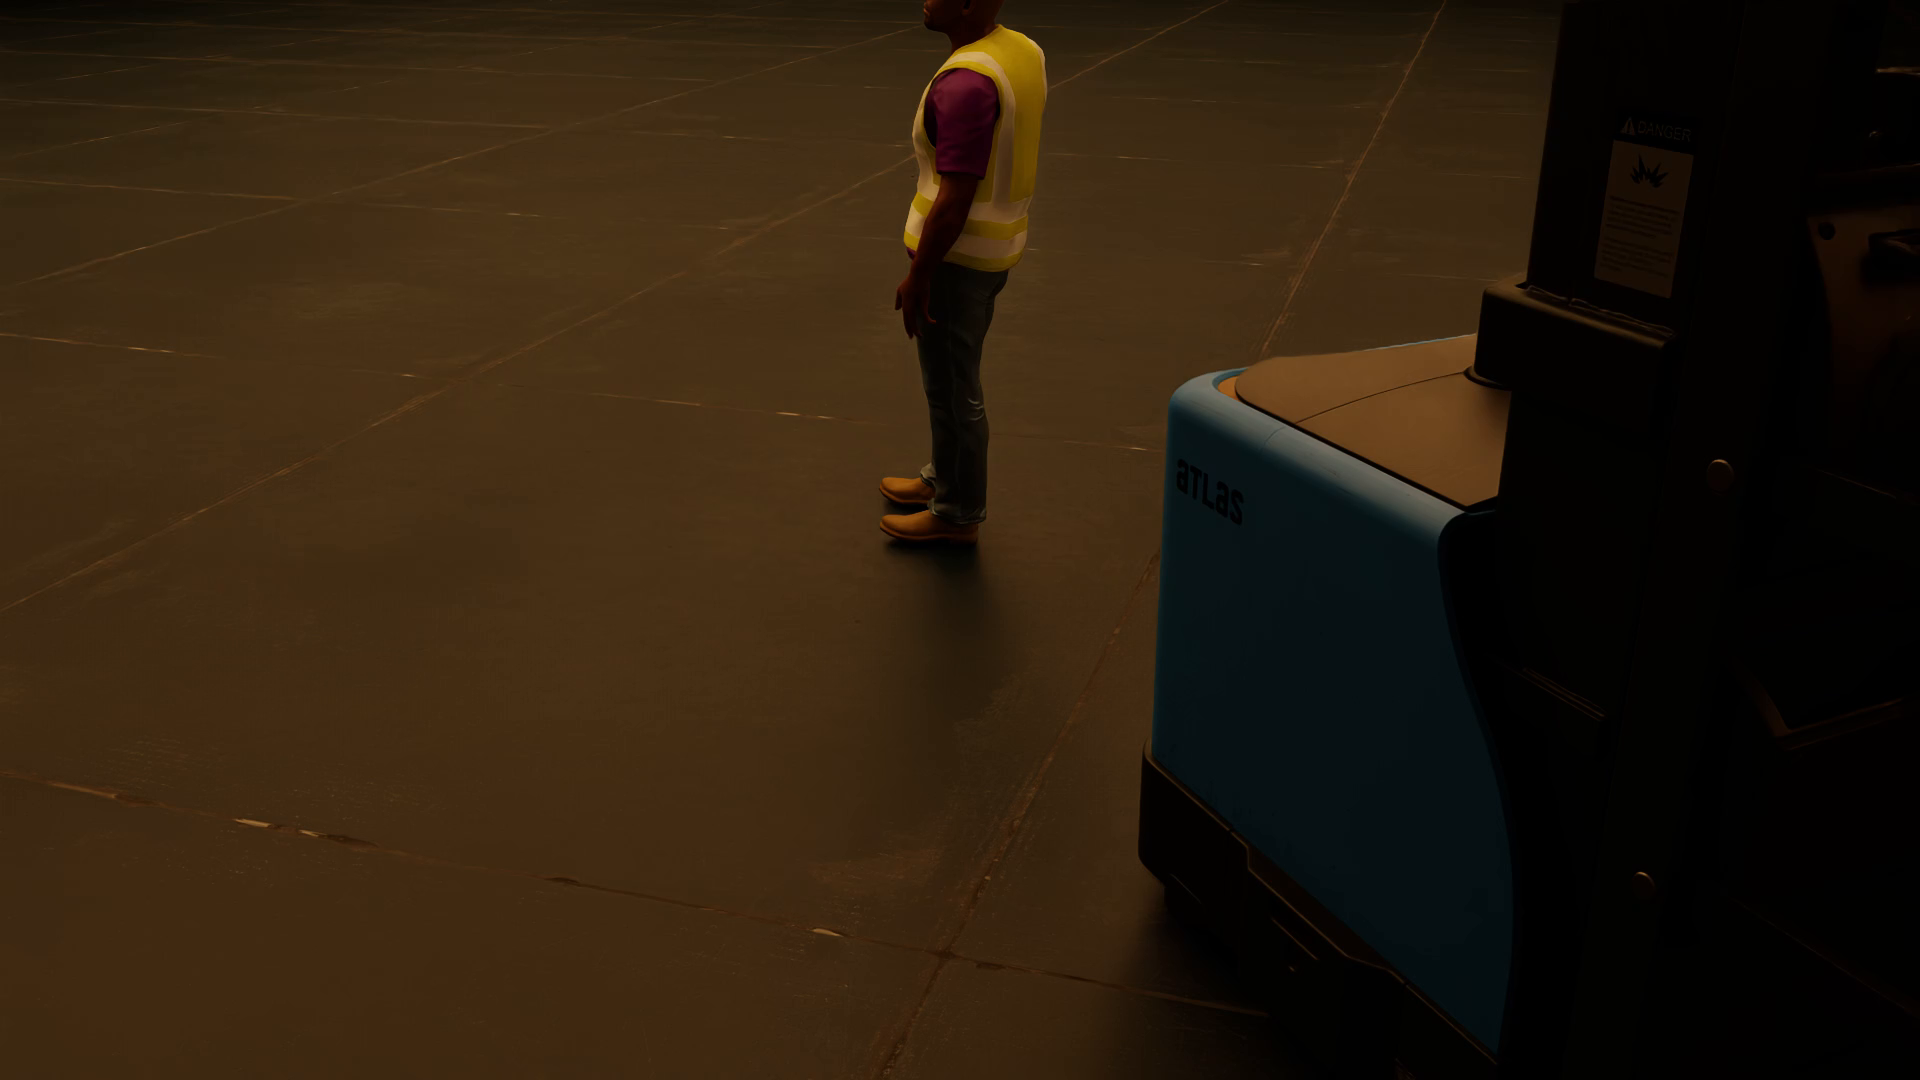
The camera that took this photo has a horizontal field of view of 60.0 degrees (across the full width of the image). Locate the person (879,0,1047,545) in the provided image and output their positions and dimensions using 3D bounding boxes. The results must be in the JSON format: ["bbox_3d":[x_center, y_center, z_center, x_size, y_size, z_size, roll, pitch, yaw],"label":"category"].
[{"bbox_3d":[-0.064,-0.833,4.806,0.577,1.765,0.665,7,23,16],"label":"person"}]

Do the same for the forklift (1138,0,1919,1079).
[{"bbox_3d":[1.450,-0.231,1.840,1.130,2.935,3.031,-10,25,-23],"label":"forklift"}]
